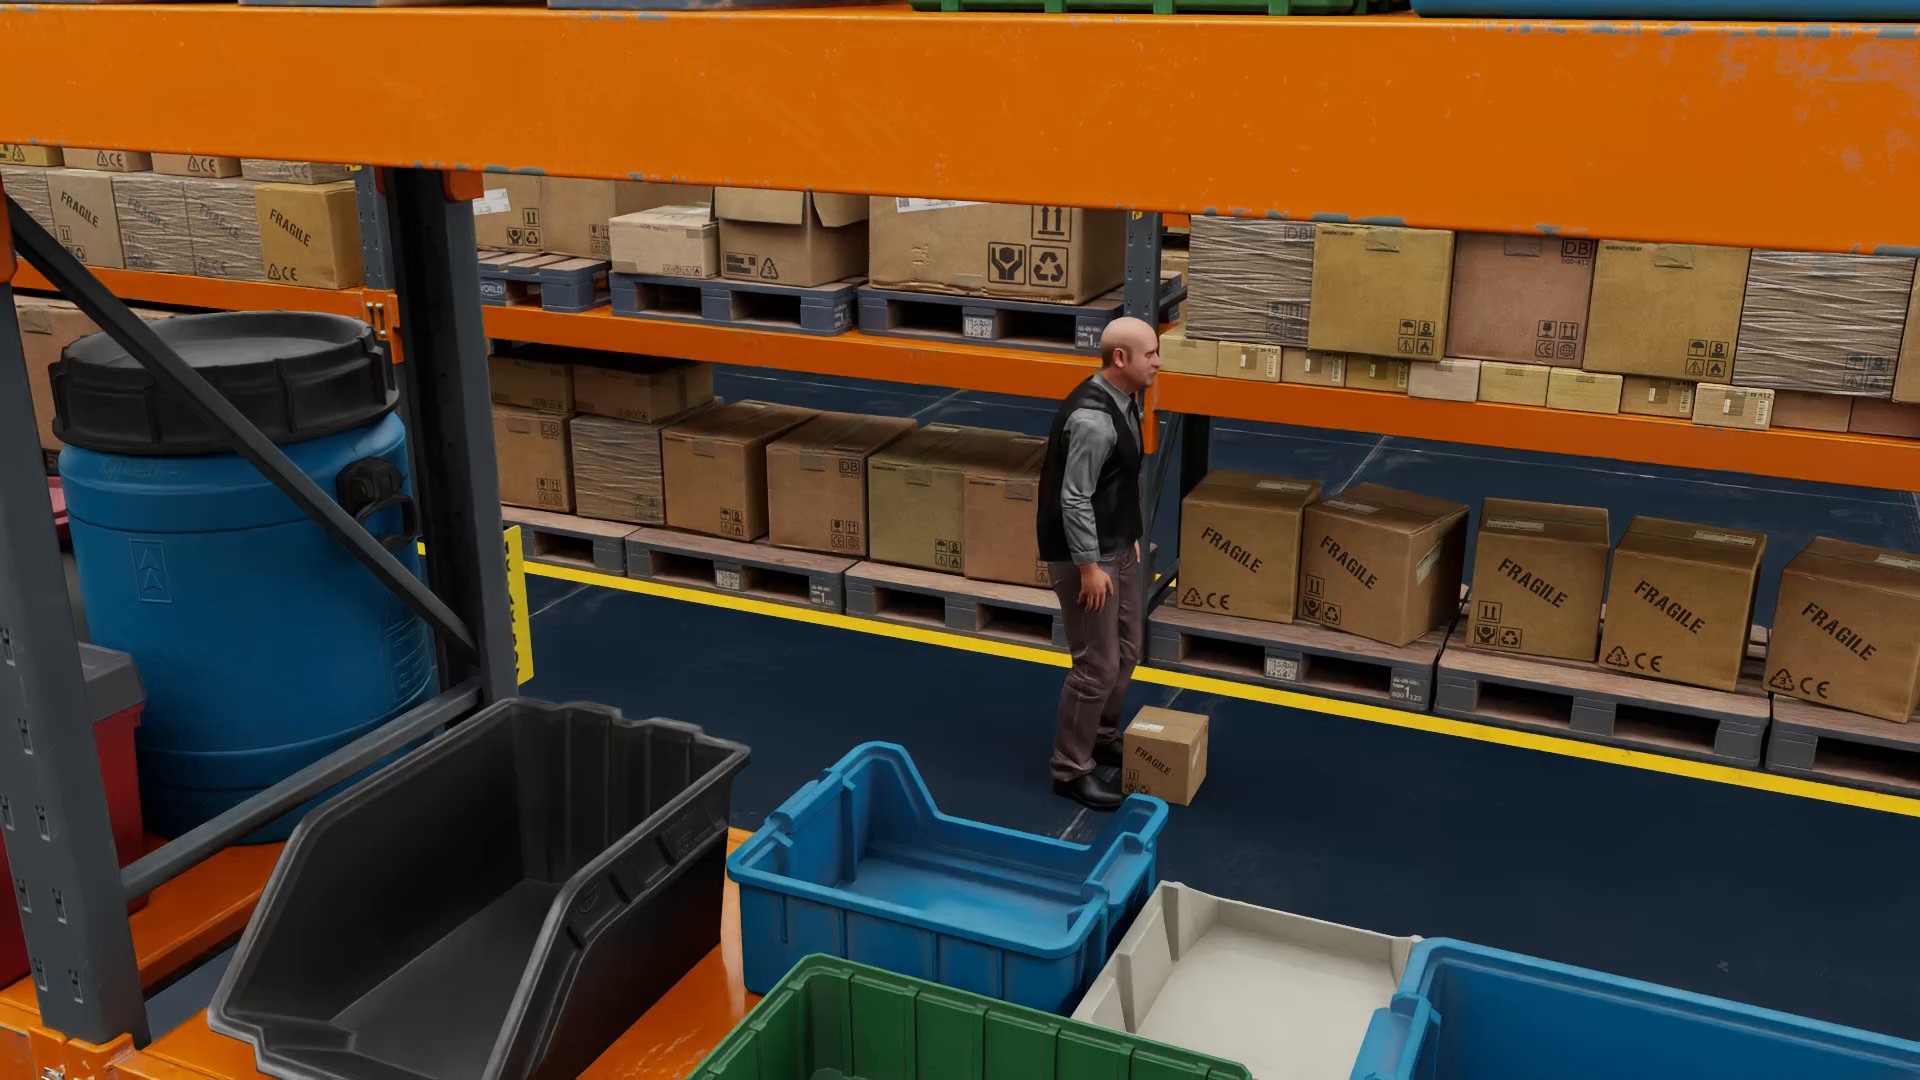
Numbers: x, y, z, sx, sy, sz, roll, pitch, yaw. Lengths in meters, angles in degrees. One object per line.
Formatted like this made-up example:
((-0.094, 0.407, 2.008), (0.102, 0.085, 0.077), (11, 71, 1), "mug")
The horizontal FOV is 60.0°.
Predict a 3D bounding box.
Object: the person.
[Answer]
((0.493, 0.053, 5.948), (0.425, 1.720, 0.591), (7, 20, 19), "person")
